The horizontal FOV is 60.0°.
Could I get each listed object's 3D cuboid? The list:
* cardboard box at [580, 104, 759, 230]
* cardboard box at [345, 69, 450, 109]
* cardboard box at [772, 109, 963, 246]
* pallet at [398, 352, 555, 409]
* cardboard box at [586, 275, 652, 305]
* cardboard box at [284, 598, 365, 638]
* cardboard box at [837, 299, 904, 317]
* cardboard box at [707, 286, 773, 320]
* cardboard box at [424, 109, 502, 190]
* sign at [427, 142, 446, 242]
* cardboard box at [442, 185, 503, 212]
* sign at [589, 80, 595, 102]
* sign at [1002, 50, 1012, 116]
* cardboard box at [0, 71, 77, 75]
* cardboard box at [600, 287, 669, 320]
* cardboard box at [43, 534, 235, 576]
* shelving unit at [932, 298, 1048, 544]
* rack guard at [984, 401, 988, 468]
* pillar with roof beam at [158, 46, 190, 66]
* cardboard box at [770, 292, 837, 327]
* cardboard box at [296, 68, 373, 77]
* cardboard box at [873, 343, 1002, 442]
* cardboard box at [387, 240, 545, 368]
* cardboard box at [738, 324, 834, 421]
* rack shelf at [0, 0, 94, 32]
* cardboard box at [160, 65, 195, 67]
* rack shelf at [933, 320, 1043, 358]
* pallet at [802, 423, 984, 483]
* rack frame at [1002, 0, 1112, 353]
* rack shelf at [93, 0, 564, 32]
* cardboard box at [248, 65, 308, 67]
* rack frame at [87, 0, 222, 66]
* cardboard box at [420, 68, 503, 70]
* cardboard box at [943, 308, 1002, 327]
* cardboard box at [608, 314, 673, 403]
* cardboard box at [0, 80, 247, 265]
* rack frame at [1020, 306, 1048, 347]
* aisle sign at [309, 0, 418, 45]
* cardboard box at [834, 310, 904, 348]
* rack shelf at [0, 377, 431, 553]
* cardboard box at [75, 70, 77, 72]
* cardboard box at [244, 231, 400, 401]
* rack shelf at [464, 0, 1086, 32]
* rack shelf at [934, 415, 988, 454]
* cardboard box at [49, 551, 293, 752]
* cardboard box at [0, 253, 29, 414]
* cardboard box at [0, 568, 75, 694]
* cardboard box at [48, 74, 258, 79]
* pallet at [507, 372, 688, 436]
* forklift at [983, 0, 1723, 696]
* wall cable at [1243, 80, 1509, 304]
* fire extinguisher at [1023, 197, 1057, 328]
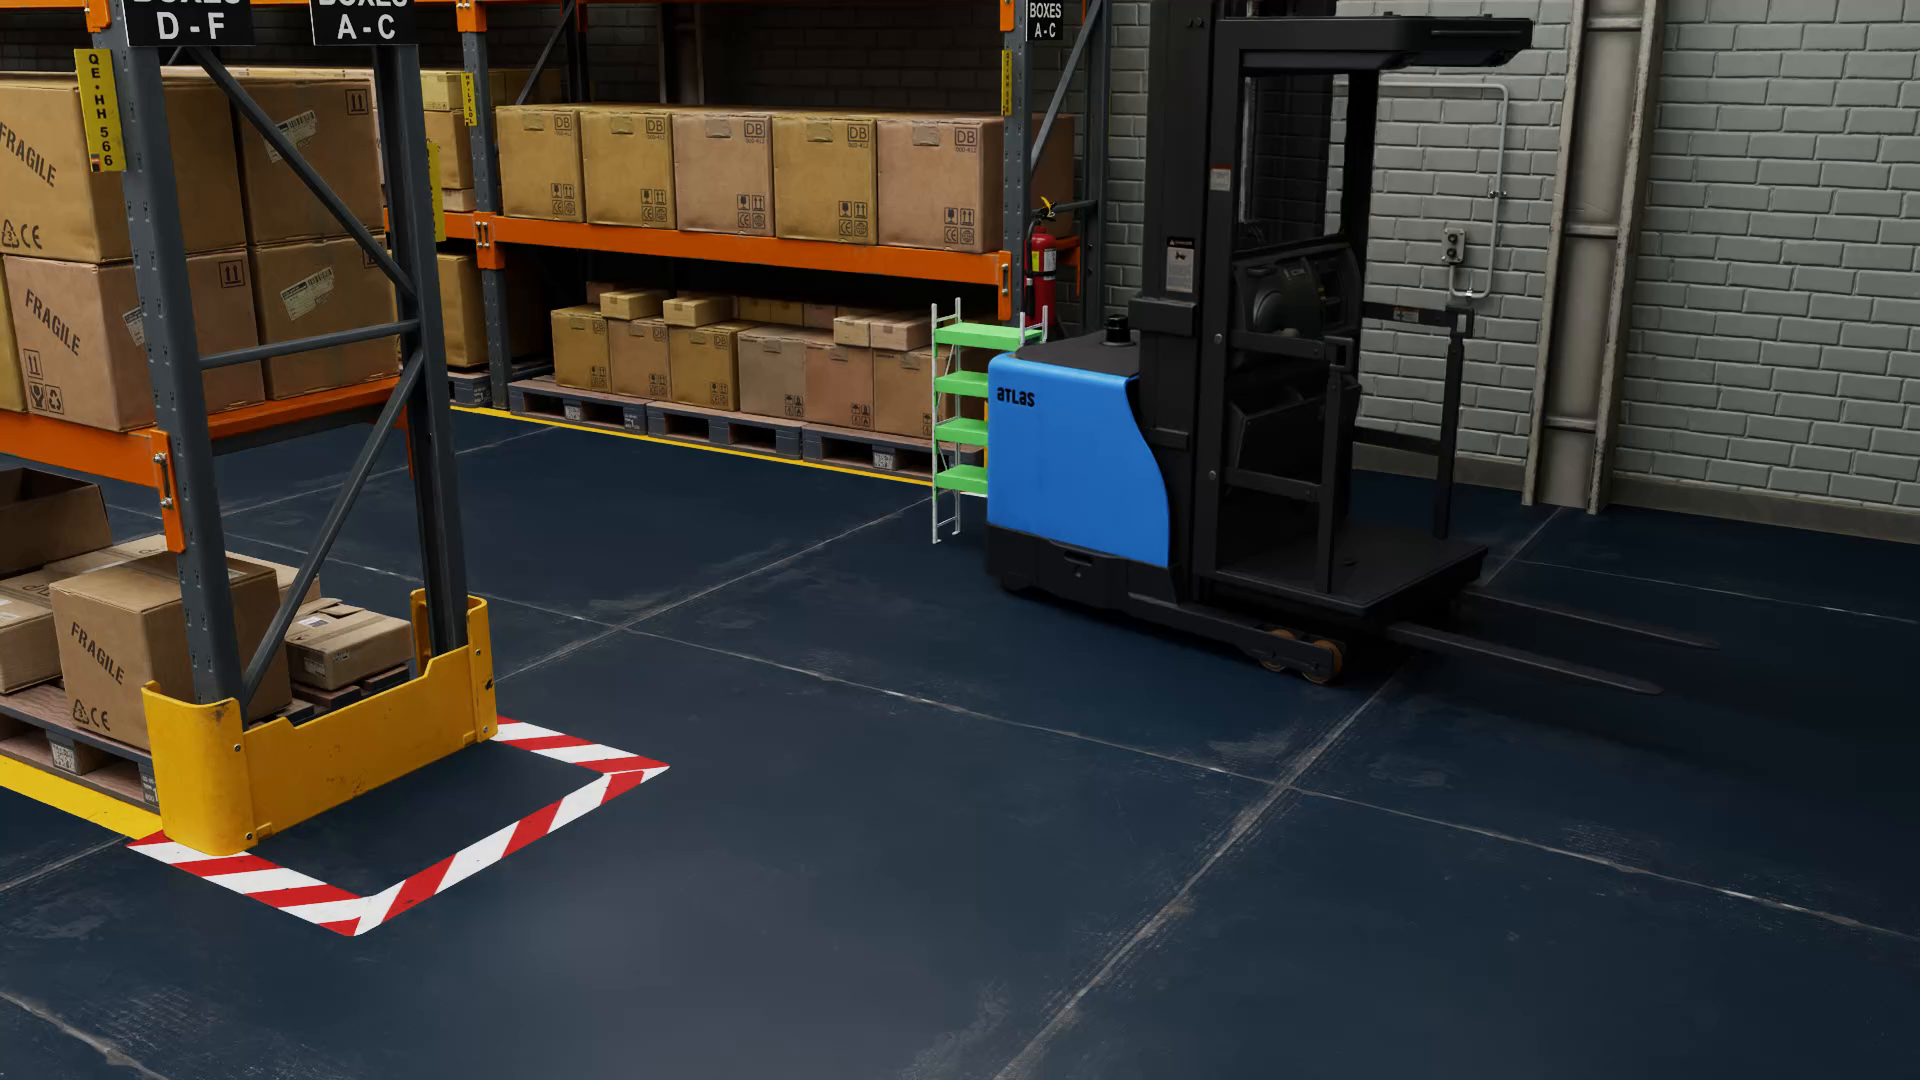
[{"bbox_3d":[-1.795,-2.387,10.562,0.700,0.700,0.980,10,19,29],"label":"cardboard box"},{"bbox_3d":[-3.830,-3.089,11.380,0.500,0.250,0.500,11,20,31],"label":"cardboard box"},{"bbox_3d":[-0.525,-2.160,9.816,0.700,0.700,0.980,10,20,30],"label":"cardboard box"},{"bbox_3d":[-3.565,-1.207,11.990,1.213,0.211,1.003,10,20,30],"label":"pallet"},{"bbox_3d":[-2.304,-1.690,11.245,0.250,0.149,0.380,10,20,30],"label":"cardboard box"},{"bbox_3d":[-2.439,0.352,6.179,0.250,0.166,0.380,10,20,30],"label":"cardboard box"},{"bbox_3d":[-0.542,-1.376,10.213,0.250,0.149,0.380,10,20,31],"label":"cardboard box"},{"bbox_3d":[-1.414,-1.531,10.724,0.250,0.149,0.380,10,20,31],"label":"cardboard box"},{"bbox_3d":[-3.393,-2.650,11.225,0.500,0.500,0.500,10,19,29],"label":"cardboard box"},{"bbox_3d":[-1.765,-1.155,5.533,0.005,0.325,0.100,10,20,30],"label":"sign"},{"bbox_3d":[-3.304,-2.313,11.232,0.250,0.149,0.380,10,20,31],"label":"cardboard box"},{"bbox_3d":[-2.579,-3.032,11.576,0.005,0.325,0.100,10,20,30],"label":"sign"},{"bbox_3d":[0.245,-2.369,8.619,0.005,0.325,0.100,10,20,30],"label":"sign"},{"bbox_3d":[-3.595,-1.497,6.258,0.500,0.500,0.500,10,20,30],"label":"cardboard box"},{"bbox_3d":[-2.088,-1.521,10.690,0.250,0.149,0.380,11,20,32],"label":"cardboard box"},{"bbox_3d":[-3.216,0.194,6.556,0.500,0.250,0.500,10,20,30],"label":"cardboard box"},{"bbox_3d":[0.141,-0.549,8.124,0.503,1.200,0.258,10,20,30],"label":"shelving unit"},{"bbox_3d":[0.561,-0.634,9.609,0.348,0.500,1.175,10,20,30],"label":"rack guard"},{"bbox_3d":[-9.184,-5.267,10.237,0.400,9.000,9.100,10,20,30],"label":"pillar with roof beam"},{"bbox_3d":[-0.978,-1.454,10.468,0.250,0.149,0.380,10,20,31],"label":"cardboard box"},{"bbox_3d":[-4.265,-3.166,11.635,0.500,0.250,0.500,11,20,31],"label":"cardboard box"},{"bbox_3d":[-0.108,-0.920,9.828,0.500,0.500,0.700,10,20,30],"label":"cardboard box"},{"bbox_3d":[-3.490,-1.681,11.731,0.750,0.750,0.750,10,20,31],"label":"cardboard box"},{"bbox_3d":[-0.964,-1.073,10.330,0.500,0.500,0.700,9,19,28],"label":"cardboard box"},{"bbox_3d":[-7.981,-4.446,13.933,4.000,0.370,1.077,10,20,30],"label":"rack shelf"},{"bbox_3d":[-6.000,-3.472,12.642,0.500,0.250,0.500,11,20,31],"label":"cardboard box"},{"bbox_3d":[0.141,-0.947,8.003,0.480,0.148,0.258,10,20,30],"label":"rack shelf"},{"bbox_3d":[-0.182,-0.602,9.999,1.213,0.211,1.003,10,20,30],"label":"pallet"},{"bbox_3d":[0.541,-1.834,9.257,0.127,3.000,1.000,10,20,30],"label":"rack frame"},{"bbox_3d":[-4.572,-3.837,11.930,4.000,0.370,1.077,10,20,30],"label":"rack shelf"},{"bbox_3d":[-5.315,-3.525,12.816,0.500,0.250,0.500,9,19,28],"label":"cardboard box"},{"bbox_3d":[-6.276,-3.051,13.263,0.127,3.000,1.000,10,20,30],"label":"rack frame"},{"bbox_3d":[-3.573,-3.213,11.790,0.500,0.250,0.500,10,20,31],"label":"cardboard box"},{"bbox_3d":[0.103,-1.261,9.835,0.250,0.149,0.380,10,20,30],"label":"cardboard box"},{"bbox_3d":[-1.858,-1.231,10.850,0.500,0.500,0.700,10,20,30],"label":"cardboard box"},{"bbox_3d":[-2.572,-1.132,5.055,0.500,0.500,0.500,10,20,30],"label":"cardboard box"},{"bbox_3d":[0.349,-0.512,8.002,0.015,1.200,0.240,10,20,30],"label":"rack frame"},{"bbox_3d":[-1.837,-1.913,5.044,0.004,0.787,0.394,10,20,30],"label":"aisle sign"},{"bbox_3d":[-0.531,-1.244,9.777,0.250,0.149,0.380,11,20,32],"label":"cardboard box"},{"bbox_3d":[-3.753,-0.566,6.323,4.000,0.370,1.077,10,20,30],"label":"rack shelf"},{"bbox_3d":[-6.868,-3.710,13.388,0.250,0.149,0.380,7,18,21],"label":"cardboard box"},{"bbox_3d":[-2.289,-0.787,5.639,0.500,0.500,0.500,11,20,31],"label":"cardboard box"},{"bbox_3d":[-1.164,-3.229,9.927,4.000,0.370,1.077,10,20,30],"label":"rack shelf"},{"bbox_3d":[0.141,-0.488,8.143,0.480,0.148,0.258,10,20,30],"label":"rack shelf"},{"bbox_3d":[-2.641,0.357,5.587,0.500,0.500,0.500,10,20,30],"label":"cardboard box"},{"bbox_3d":[-3.017,-0.733,5.461,0.500,0.500,0.500,10,20,31],"label":"cardboard box"},{"bbox_3d":[-3.435,0.325,6.124,0.500,0.250,0.500,10,20,30],"label":"cardboard box"},{"bbox_3d":[-2.738,-1.343,5.749,0.500,0.500,0.500,10,20,31],"label":"cardboard box"},{"bbox_3d":[-2.261,-0.973,11.221,1.213,0.211,1.003,10,20,30],"label":"pallet"},{"bbox_3d":[1.542,-1.012,6.670,3.031,2.935,1.130,15,22,40],"label":"forklift"},{"bbox_3d":[2.127,-2.359,9.240,1.851,1.984,0.084,10,20,30],"label":"wall cable"},{"bbox_3d":[0.428,-1.481,8.871,0.183,0.674,0.296,10,20,30],"label":"fire extinguisher"}]
